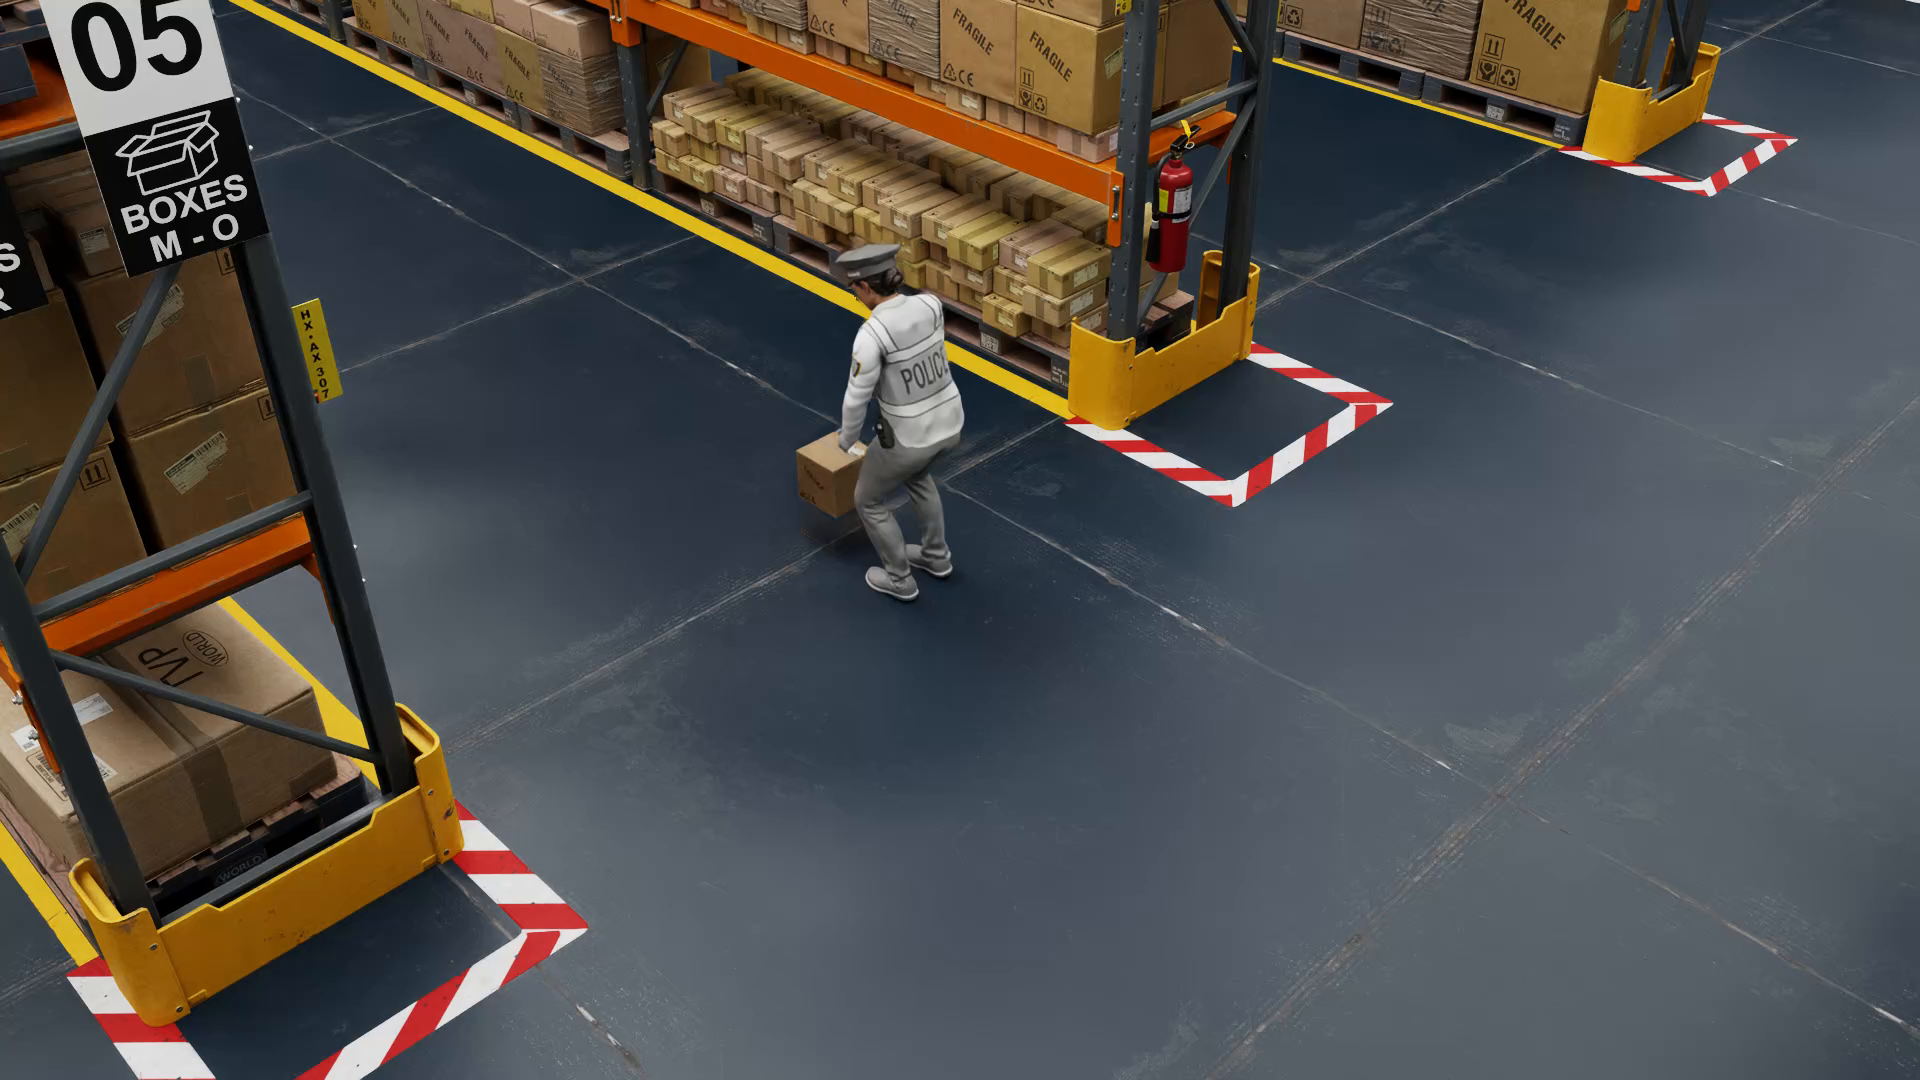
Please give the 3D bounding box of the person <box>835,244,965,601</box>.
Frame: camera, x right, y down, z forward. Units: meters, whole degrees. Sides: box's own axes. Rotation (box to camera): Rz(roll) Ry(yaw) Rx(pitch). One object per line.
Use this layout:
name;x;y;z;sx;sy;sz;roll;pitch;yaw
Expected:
person;-0.259;-0.467;6.884;0.516;1.576;0.526;-29;45;-34
